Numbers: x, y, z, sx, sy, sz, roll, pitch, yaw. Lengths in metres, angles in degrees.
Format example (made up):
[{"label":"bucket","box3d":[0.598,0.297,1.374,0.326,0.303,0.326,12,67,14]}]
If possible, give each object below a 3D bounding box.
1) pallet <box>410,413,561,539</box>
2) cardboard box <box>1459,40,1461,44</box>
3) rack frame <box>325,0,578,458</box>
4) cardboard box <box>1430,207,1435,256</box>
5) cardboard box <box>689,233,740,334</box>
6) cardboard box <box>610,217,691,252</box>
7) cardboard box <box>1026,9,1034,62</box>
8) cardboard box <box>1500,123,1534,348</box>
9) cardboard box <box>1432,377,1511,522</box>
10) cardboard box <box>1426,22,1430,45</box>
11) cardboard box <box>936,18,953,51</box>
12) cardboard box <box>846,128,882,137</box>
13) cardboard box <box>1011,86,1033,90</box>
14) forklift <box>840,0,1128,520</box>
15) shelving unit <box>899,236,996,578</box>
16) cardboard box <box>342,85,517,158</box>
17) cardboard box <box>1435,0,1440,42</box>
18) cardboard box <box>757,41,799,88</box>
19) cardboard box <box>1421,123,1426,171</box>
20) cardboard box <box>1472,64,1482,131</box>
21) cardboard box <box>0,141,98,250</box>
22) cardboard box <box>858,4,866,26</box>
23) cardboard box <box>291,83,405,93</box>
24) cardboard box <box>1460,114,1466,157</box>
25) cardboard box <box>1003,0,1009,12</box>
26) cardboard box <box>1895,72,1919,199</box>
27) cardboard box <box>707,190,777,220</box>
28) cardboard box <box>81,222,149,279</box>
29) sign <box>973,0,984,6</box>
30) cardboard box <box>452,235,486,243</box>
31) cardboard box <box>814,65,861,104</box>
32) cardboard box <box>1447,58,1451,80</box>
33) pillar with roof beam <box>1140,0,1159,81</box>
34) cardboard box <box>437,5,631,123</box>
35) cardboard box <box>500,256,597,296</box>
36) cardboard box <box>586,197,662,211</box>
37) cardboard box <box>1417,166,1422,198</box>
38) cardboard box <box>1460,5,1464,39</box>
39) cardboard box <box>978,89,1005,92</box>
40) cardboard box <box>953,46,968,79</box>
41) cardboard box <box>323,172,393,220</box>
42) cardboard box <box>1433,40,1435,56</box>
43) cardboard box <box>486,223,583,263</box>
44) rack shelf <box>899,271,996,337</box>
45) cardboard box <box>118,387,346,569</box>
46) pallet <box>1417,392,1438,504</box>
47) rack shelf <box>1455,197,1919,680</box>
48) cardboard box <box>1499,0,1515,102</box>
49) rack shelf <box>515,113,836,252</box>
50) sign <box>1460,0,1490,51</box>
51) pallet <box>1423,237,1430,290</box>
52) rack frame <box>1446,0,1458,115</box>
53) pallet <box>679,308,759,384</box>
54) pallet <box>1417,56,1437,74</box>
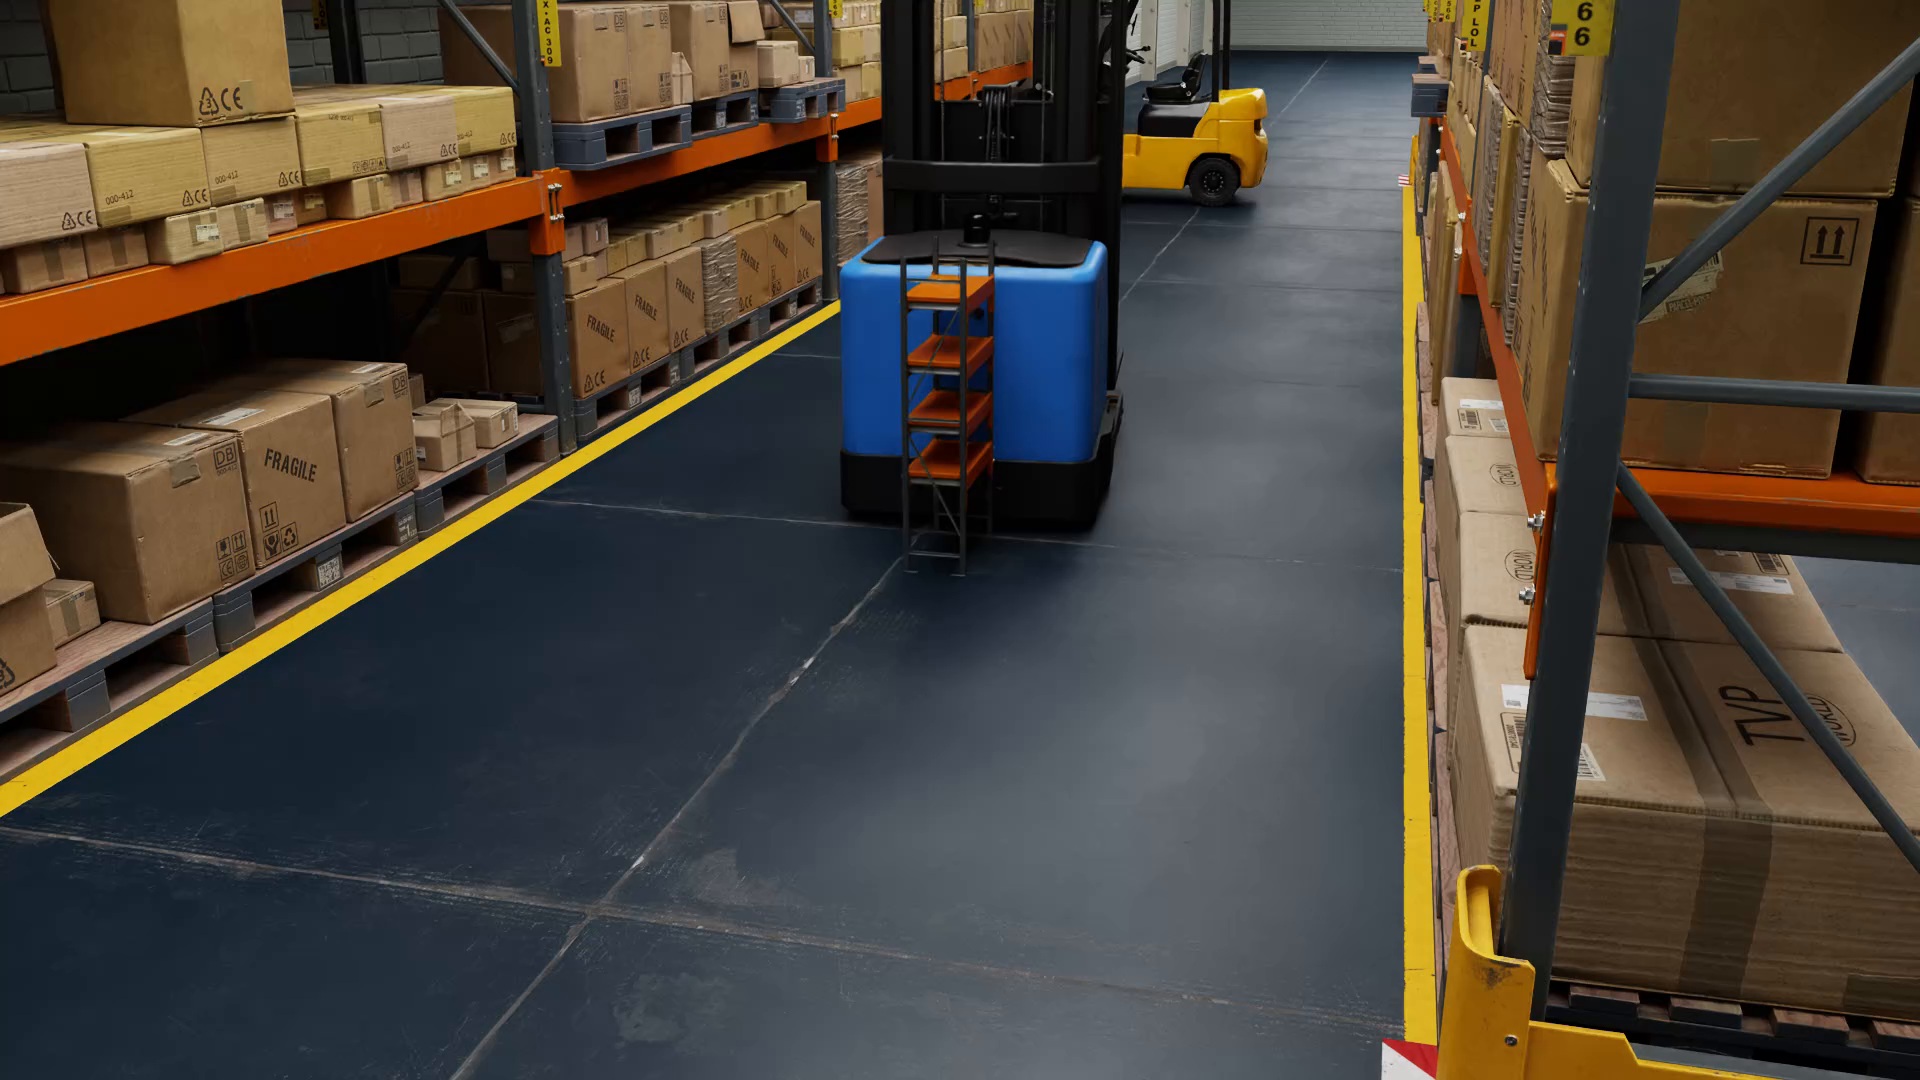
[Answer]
[{"label":"pallet","box3d":[-2.493,-0.329,7.325,1.003,0.211,1.213,5,19,13]},{"label":"cardboard box","box3d":[2.977,-2.591,9.092,0.500,0.250,0.500,5,20,15]},{"label":"rack frame","box3d":[-2.324,-1.864,7.504,1.000,3.000,0.127,5,19,13]},{"label":"cardboard box","box3d":[3.788,-2.090,11.582,0.950,0.372,0.625,4,19,12]},{"label":"cardboard box","box3d":[-1.608,-1.499,9.654,0.500,0.500,0.500,4,19,11]},{"label":"cardboard box","box3d":[-1.720,-1.692,9.216,0.380,0.149,0.250,5,20,15]},{"label":"cardboard box","box3d":[0.482,-5.175,17.043,0.500,0.500,0.500,4,19,12]},{"label":"cardboard box","box3d":[1.627,-0.757,4.108,0.500,0.500,0.500,5,20,15]},{"label":"cardboard box","box3d":[2.233,-0.271,6.155,0.875,0.438,0.875,4,19,13]},{"label":"cardboard box","box3d":[5.037,-5.296,16.937,0.500,0.500,0.500,4,19,13]},{"label":"cardboard box","box3d":[-0.360,-4.201,13.805,0.500,0.250,0.500,4,19,12]},{"label":"cardboard box","box3d":[-0.486,-3.282,14.680,0.875,0.625,0.625,6,20,16]},{"label":"cardboard box","box3d":[0.798,-4.827,18.236,0.500,0.250,0.500,5,20,15]},{"label":"forklift","box3d":[0.227,-1.902,7.720,1.130,2.935,3.031,3,19,8]},{"label":"shelving unit","box3d":[-0.042,-0.512,6.331,0.258,1.200,0.503,4,19,12]},{"label":"cardboard box","box3d":[-2.212,-1.755,6.956,0.500,0.250,0.500,5,20,15]},{"label":"cardboard box","box3d":[3.796,-3.932,12.295,0.500,0.500,0.500,5,19,13]},{"label":"cardboard box","box3d":[-1.291,-2.889,10.088,0.500,0.250,0.500,4,19,11]},{"label":"cardboard box","box3d":[4.452,-3.599,15.028,0.500,0.500,0.500,5,19,14]},{"label":"cardboard box","box3d":[2.362,-1.796,6.764,0.500,0.250,0.500,5,19,13]},{"label":"cardboard box","box3d":[-2.806,-0.959,4.626,0.500,0.250,0.500,5,19,14]},{"label":"cardboard box","box3d":[-0.881,-3.715,11.765,0.380,0.149,0.250,5,20,15]},{"label":"cardboard box","box3d":[-2.707,-1.800,7.088,0.500,0.250,0.500,4,19,13]},{"label":"cardboard box","box3d":[2.623,-1.879,7.780,0.500,0.250,0.500,4,19,12]},{"label":"cardboard box","box3d":[0.260,-5.124,15.889,0.380,0.149,0.250,4,19,13]},{"label":"cardboard box","box3d":[1.906,-0.868,2.886,0.500,0.500,0.500,4,19,12]},{"label":"cardboard box","box3d":[-1.365,-2.099,10.405,0.380,0.149,0.250,4,19,12]},{"label":"cardboard box","box3d":[-2.727,-0.899,5.068,0.380,0.149,0.250,5,19,14]},{"label":"sign","box3d":[0.159,-4.842,14.554,0.100,0.325,0.005,5,19,13]},{"label":"cardboard box","box3d":[-2.403,-1.485,8.607,0.380,0.149,0.250,5,19,14]},{"label":"cardboard box","box3d":[-1.001,-3.166,11.549,0.500,0.250,0.500,5,19,14]},{"label":"cardboard box","box3d":[3.315,-3.018,10.621,0.380,0.149,0.250,5,19,14]},{"label":"pillar with roof beam","box3d":[8.136,-13.619,32.638,9.100,9.000,0.400,5,19,13]},{"label":"cardboard box","box3d":[-1.989,-2.244,7.812,0.700,0.500,0.500,5,20,15]},{"label":"cardboard box","box3d":[-1.978,-1.278,8.003,0.380,0.149,0.250,6,20,16]},{"label":"cardboard box","box3d":[-2.024,-1.973,10.036,0.380,0.149,0.250,4,19,12]},{"label":"cardboard box","box3d":[4.449,-3.252,15.173,0.500,0.250,0.500,4,19,12]},{"label":"cardboard box","box3d":[2.998,-2.956,8.999,0.500,0.500,0.500,5,19,14]},{"label":"cardboard box","box3d":[0.188,-4.703,17.874,0.500,0.250,0.500,5,19,13]},{"label":"cardboard box","box3d":[-0.239,-4.122,14.346,0.500,0.250,0.500,5,20,15]},{"label":"cardboard box","box3d":[-2.365,-1.296,6.230,0.380,0.149,0.250,4,19,13]},{"label":"cardboard box","box3d":[4.431,-4.489,14.576,0.500,0.500,0.500,5,20,15]},{"label":"cardboard box","box3d":[-2.037,-1.424,7.969,0.380,0.149,0.250,4,19,12]},{"label":"rack shelf","box3d":[-0.042,-0.884,6.204,0.258,0.148,0.480,4,19,12]},{"label":"cardboard box","box3d":[-2.587,-0.233,5.946,0.500,0.500,0.500,5,19,14]},{"label":"pallet","box3d":[2.606,-0.401,7.536,1.003,0.211,1.213,5,19,13]},{"label":"rack shelf","box3d":[2.002,-0.506,4.641,1.077,0.370,4.000,5,19,13]},{"label":"cardboard box","box3d":[1.873,-1.546,4.871,0.500,0.500,0.500,5,19,14]},{"label":"rack shelf","box3d":[-1.835,-2.150,9.456,1.077,0.370,4.000,5,19,13]},{"label":"sign","box3d":[1.962,-2.023,6.302,0.100,0.325,0.005,5,19,13]},{"label":"pallet","box3d":[3.960,-2.033,12.314,1.003,0.211,1.213,5,19,13]},{"label":"rack frame","box3d":[3.468,-2.727,10.030,1.000,3.000,0.127,5,19,13]},{"label":"pallet","box3d":[-1.866,-1.186,9.833,1.003,0.211,1.213,5,19,13]},{"label":"pallet","box3d":[4.117,-3.662,13.064,1.003,0.211,1.213,5,19,13]}]
